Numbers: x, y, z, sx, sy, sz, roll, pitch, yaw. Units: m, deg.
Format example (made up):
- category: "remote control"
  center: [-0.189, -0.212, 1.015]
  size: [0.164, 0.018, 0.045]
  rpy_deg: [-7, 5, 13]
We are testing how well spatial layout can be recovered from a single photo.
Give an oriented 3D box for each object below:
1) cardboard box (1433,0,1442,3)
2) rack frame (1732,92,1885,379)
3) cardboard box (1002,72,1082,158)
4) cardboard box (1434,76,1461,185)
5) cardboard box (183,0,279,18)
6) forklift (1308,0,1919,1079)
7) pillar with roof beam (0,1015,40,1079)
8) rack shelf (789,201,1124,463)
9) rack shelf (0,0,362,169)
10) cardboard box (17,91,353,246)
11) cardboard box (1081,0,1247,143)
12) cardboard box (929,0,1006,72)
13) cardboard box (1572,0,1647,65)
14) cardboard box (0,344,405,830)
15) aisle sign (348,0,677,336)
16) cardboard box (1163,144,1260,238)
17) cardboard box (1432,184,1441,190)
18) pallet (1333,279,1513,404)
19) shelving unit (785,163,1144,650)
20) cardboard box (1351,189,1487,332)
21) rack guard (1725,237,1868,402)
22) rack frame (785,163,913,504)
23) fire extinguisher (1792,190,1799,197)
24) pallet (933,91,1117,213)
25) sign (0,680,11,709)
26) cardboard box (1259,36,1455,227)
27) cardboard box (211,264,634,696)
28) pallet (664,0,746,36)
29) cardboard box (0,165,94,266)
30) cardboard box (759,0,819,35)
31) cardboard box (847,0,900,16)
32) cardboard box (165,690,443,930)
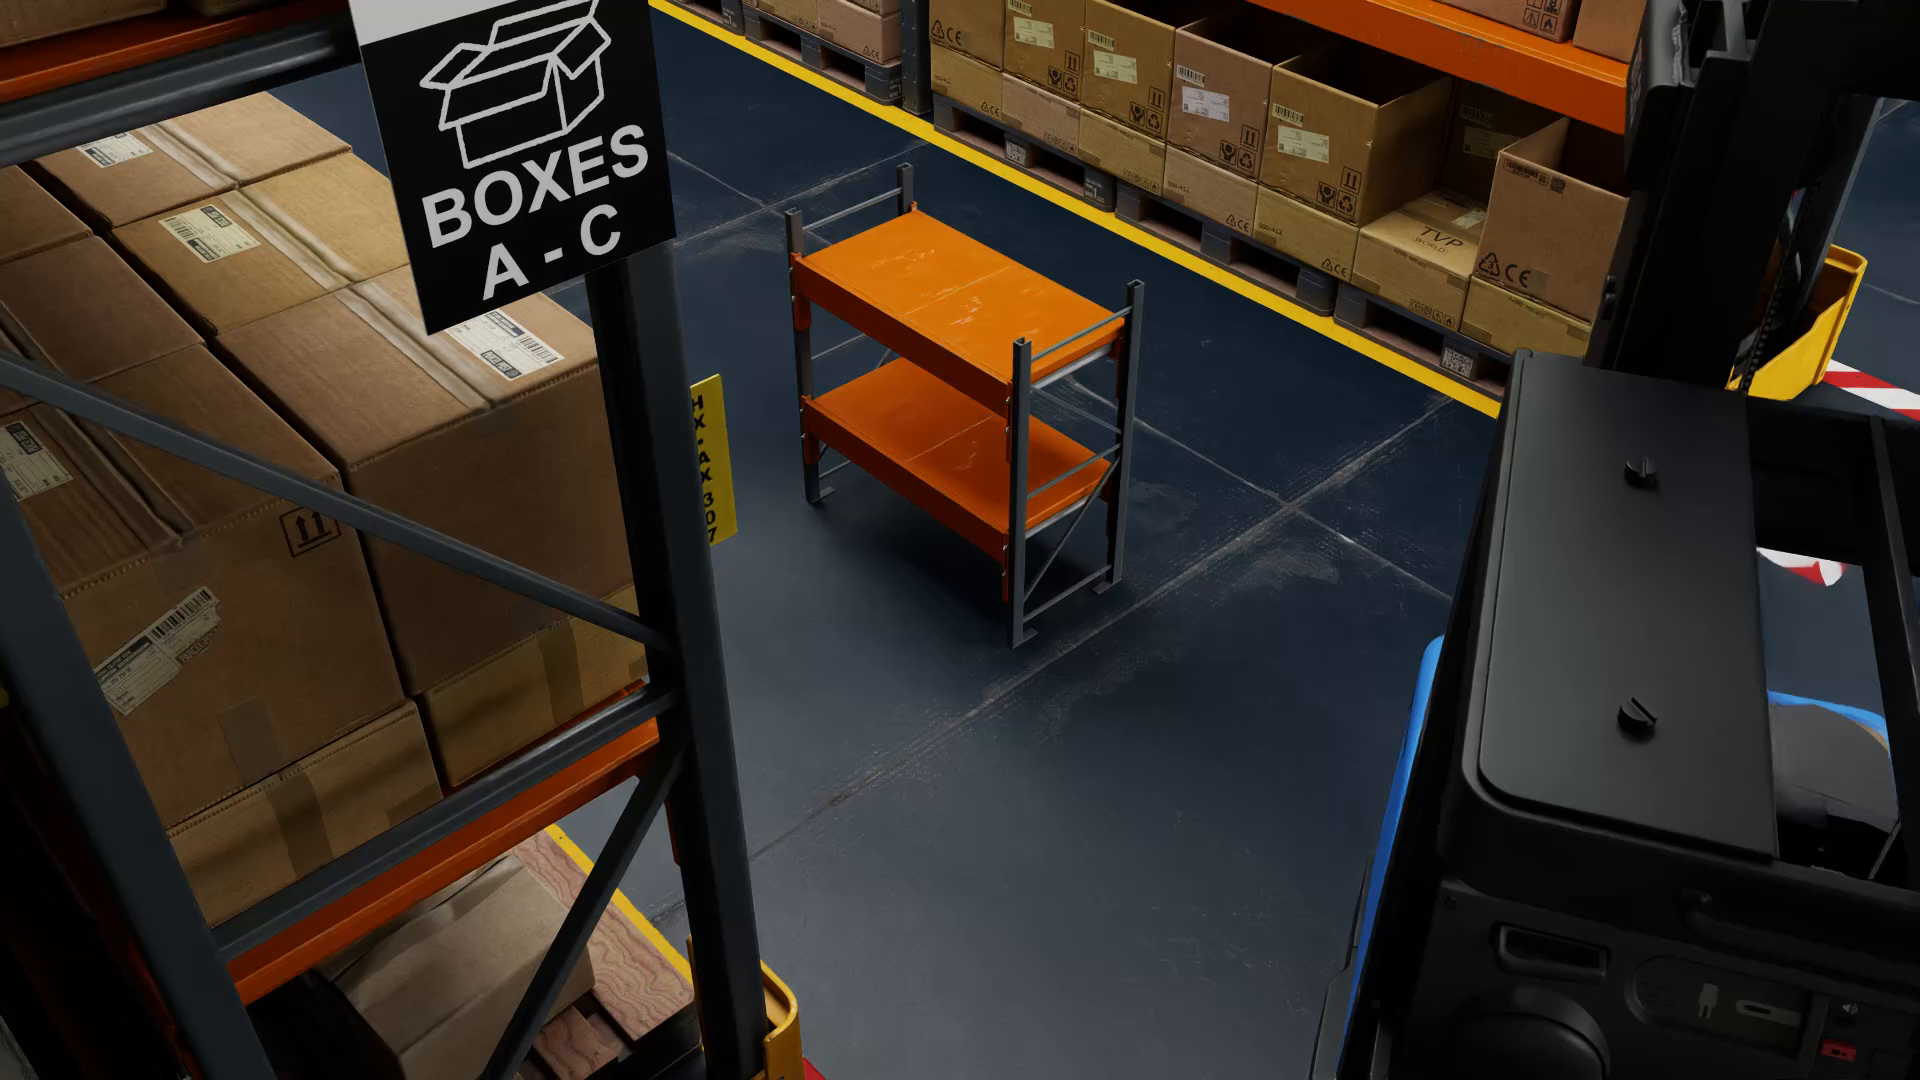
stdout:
- category: "cardboard box"
  center: [1.828, -2.392, 6.169]
  size: [0.700, 0.500, 0.500]
  rpy_deg: [-30, 47, -31]
- category: "rack frame"
  center: [2.825, -1.659, 5.340]
  size: [1.000, 3.000, 0.127]
  rpy_deg: [-30, 48, -32]
- category: "cardboard box"
  center: [0.544, -2.026, 7.650]
  size: [0.500, 0.250, 0.500]
  rpy_deg: [-30, 48, -32]
- category: "cardboard box"
  center: [1.939, -1.843, 6.826]
  size: [0.500, 0.500, 0.500]
  rpy_deg: [-30, 48, -32]
- category: "cardboard box"
  center: [-0.864, -1.026, 2.075]
  size: [0.500, 0.500, 0.500]
  rpy_deg: [-29, 47, -31]
- category: "forklift"
  center: [1.087, 0.854, 2.283]
  size: [1.130, 2.935, 3.031]
  rpy_deg: [12, 40, 14]
- category: "pillar with roof beam"
  center: [1.239, -3.671, 3.058]
  size: [9.100, 9.000, 0.400]
  rpy_deg: [-30, 48, -32]
- category: "rack shelf"
  center: [-0.005, -0.668, 5.141]
  size: [0.538, 0.278, 1.000]
  rpy_deg: [-30, 48, -32]
- category: "rack shelf"
  center: [-2.174, -1.364, 3.161]
  size: [1.077, 0.370, 4.000]
  rpy_deg: [-30, 48, -32]
- category: "cardboard box"
  center: [-1.595, -0.616, 3.557]
  size: [0.500, 0.500, 0.500]
  rpy_deg: [-32, 49, -33]
- category: "cardboard box"
  center: [0.879, -2.085, 7.126]
  size: [0.500, 0.500, 0.500]
  rpy_deg: [-30, 48, -32]
- category: "cardboard box"
  center: [0.202, -2.548, 7.698]
  size: [0.500, 0.500, 0.500]
  rpy_deg: [-30, 48, -32]
- category: "cardboard box"
  center: [2.518, -1.919, 5.583]
  size: [0.700, 0.500, 0.500]
  rpy_deg: [-30, 48, -32]
- category: "cardboard box"
  center: [-1.297, 0.079, 2.695]
  size: [0.500, 0.500, 0.500]
  rpy_deg: [-31, 48, -32]
- category: "aisle sign"
  center: [-0.552, -0.657, 2.032]
  size: [0.394, 0.787, 0.004]
  rpy_deg: [-30, 48, -32]
- category: "cardboard box"
  center: [1.221, -1.564, 7.077]
  size: [0.500, 0.250, 0.500]
  rpy_deg: [-30, 48, -32]
- category: "cardboard box"
  center: [1.947, -1.556, 7.068]
  size: [0.500, 0.250, 0.500]
  rpy_deg: [-30, 48, -32]
- category: "pallet"
  center: [2.277, -0.910, 6.633]
  size: [1.003, 0.211, 1.213]
  rpy_deg: [-30, 48, -32]
- category: "shelving unit"
  center: [-0.005, -0.441, 5.325]
  size: [0.538, 1.125, 1.048]
  rpy_deg: [-30, 48, -32]
- category: "cardboard box"
  center: [1.897, -1.101, 6.504]
  size: [0.500, 0.250, 0.500]
  rpy_deg: [-30, 48, -32]
- category: "rack guard"
  center: [2.841, -0.675, 6.112]
  size: [1.175, 0.500, 0.348]
  rpy_deg: [-30, 48, -32]
- category: "rack frame"
  center: [-0.348, -0.676, 5.616]
  size: [0.500, 1.125, 0.032]
  rpy_deg: [-30, 48, -32]
- category: "fire extinguisher"
  center: [2.562, -1.376, 5.053]
  size: [0.296, 0.674, 0.183]
  rpy_deg: [-30, 48, -32]
- category: "pallet"
  center: [0.626, -2.039, 8.031]
  size: [1.003, 0.211, 1.213]
  rpy_deg: [-30, 48, -32]
- category: "sign"
  center: [-1.244, 0.101, 1.988]
  size: [0.100, 0.325, 0.005]
  rpy_deg: [-30, 48, -32]
- category: "cardboard box"
  center: [1.556, -1.622, 6.553]
  size: [0.500, 0.500, 0.500]
  rpy_deg: [-30, 48, -32]
- category: "cardboard box"
  center: [-0.923, -0.142, 2.969]
  size: [0.500, 0.500, 0.500]
  rpy_deg: [-30, 48, -32]
- category: "pallet"
  center: [-1.237, -3.314, 9.610]
  size: [1.003, 0.211, 1.213]
  rpy_deg: [-30, 48, -32]
- category: "cardboard box"
  center: [-1.983, -0.395, 3.283]
  size: [0.500, 0.500, 0.500]
  rpy_deg: [-31, 48, -33]
- category: "cardboard box"
  center: [-0.716, -2.907, 8.740]
  size: [0.500, 0.250, 0.500]
  rpy_deg: [-31, 48, -32]
- category: "cardboard box"
  center: [-0.366, -2.887, 8.270]
  size: [0.500, 0.311, 0.500]
  rpy_deg: [-30, 48, -32]
- category: "cardboard box"
  center: [-1.281, 0.365, 2.939]
  size: [0.500, 0.250, 0.500]
  rpy_deg: [-29, 47, -31]
